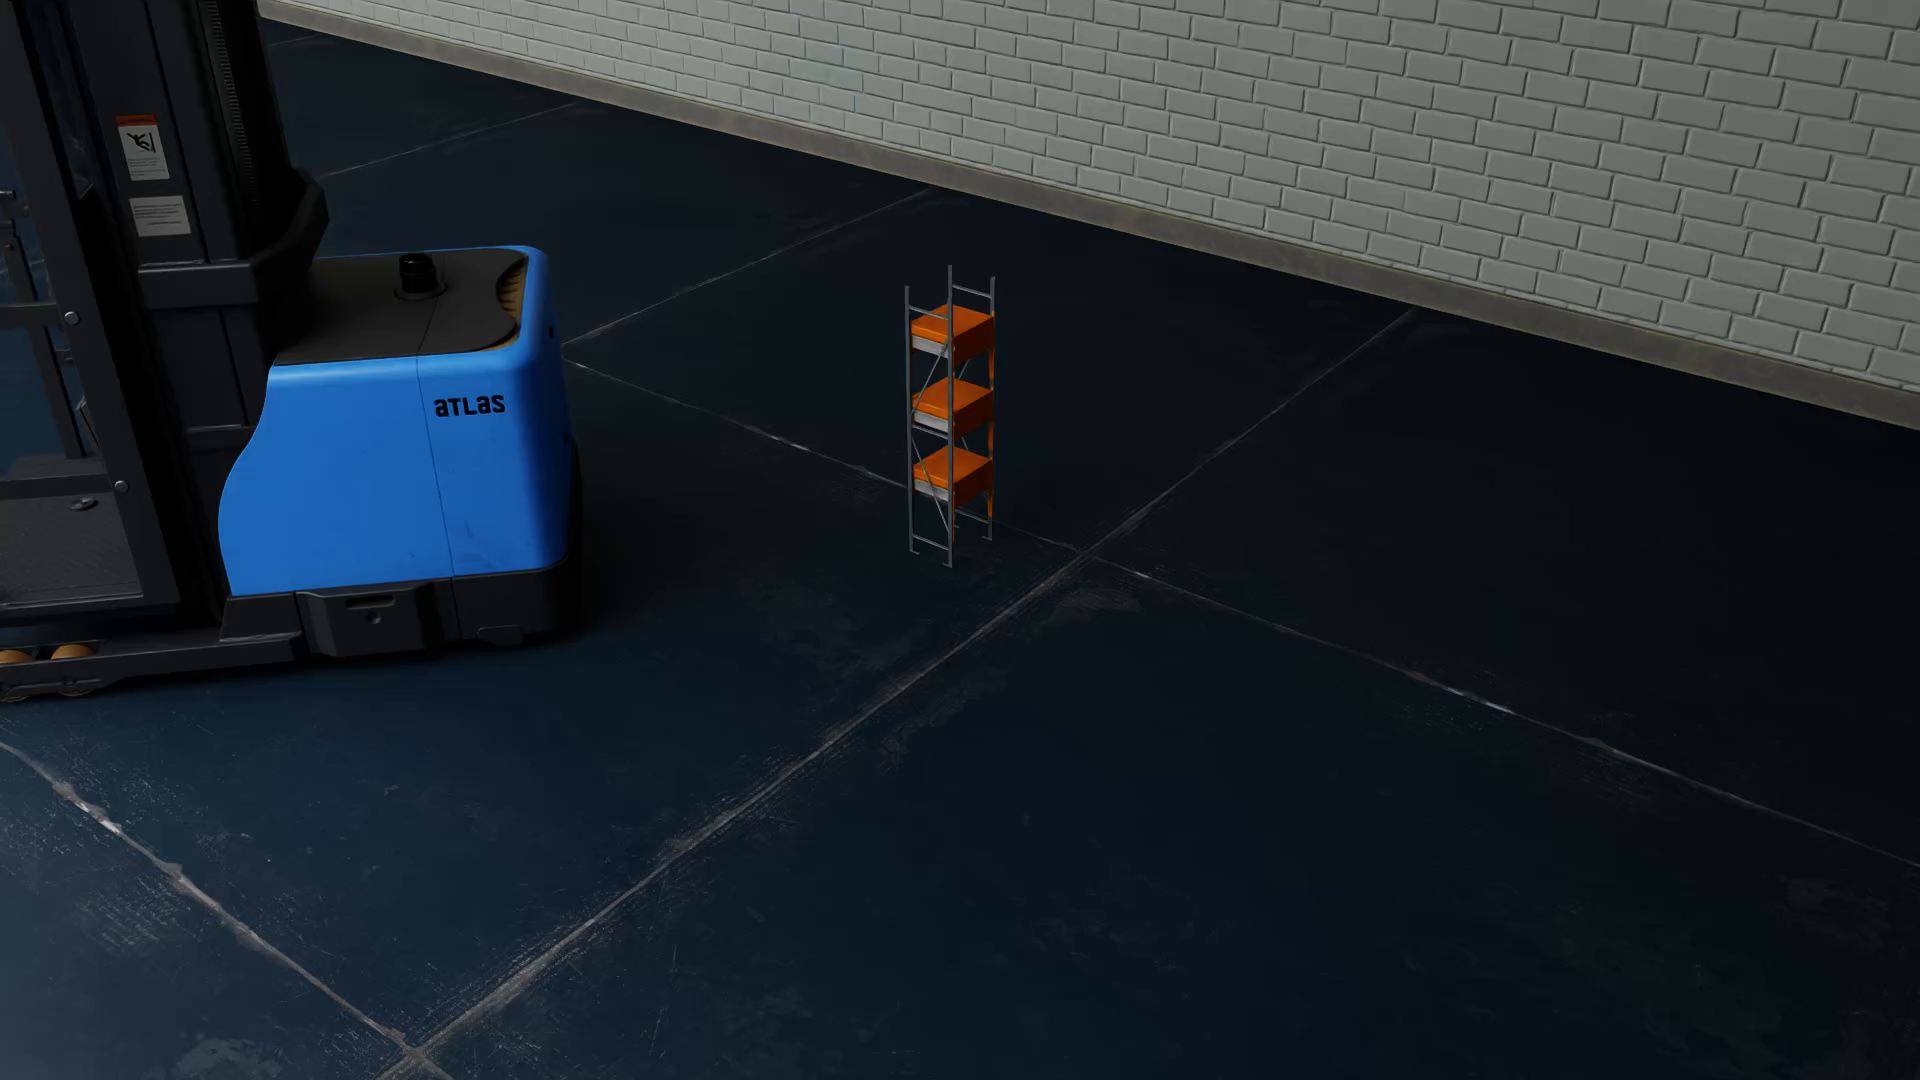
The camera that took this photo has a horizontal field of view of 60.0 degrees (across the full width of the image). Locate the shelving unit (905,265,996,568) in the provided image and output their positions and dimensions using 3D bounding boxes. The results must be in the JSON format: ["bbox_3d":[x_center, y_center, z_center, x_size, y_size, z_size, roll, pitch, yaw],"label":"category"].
[{"bbox_3d":[-0.032,-0.430,5.946,0.215,1.050,0.252,21,37,31],"label":"shelving unit"}]

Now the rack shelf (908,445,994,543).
[{"bbox_3d":[-0.032,-0.182,6.093,0.215,0.259,0.240,21,37,31],"label":"rack shelf"}]

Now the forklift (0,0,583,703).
[{"bbox_3d":[-2.870,-1.028,5.111,3.031,2.935,1.130,-5,31,-9],"label":"forklift"}]

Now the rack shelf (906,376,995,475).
[{"bbox_3d":[-0.032,-0.421,5.951,0.215,0.259,0.240,21,37,31],"label":"rack shelf"}]

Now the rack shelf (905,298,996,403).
[{"bbox_3d":[-0.032,-0.665,5.806,0.215,0.259,0.240,21,37,31],"label":"rack shelf"}]

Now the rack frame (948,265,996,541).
[{"bbox_3d":[0.041,-0.479,6.029,0.200,1.050,0.008,21,37,31],"label":"rack frame"}]

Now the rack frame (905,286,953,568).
[{"bbox_3d":[-0.106,-0.380,5.862,0.200,1.050,0.008,21,37,31],"label":"rack frame"}]
